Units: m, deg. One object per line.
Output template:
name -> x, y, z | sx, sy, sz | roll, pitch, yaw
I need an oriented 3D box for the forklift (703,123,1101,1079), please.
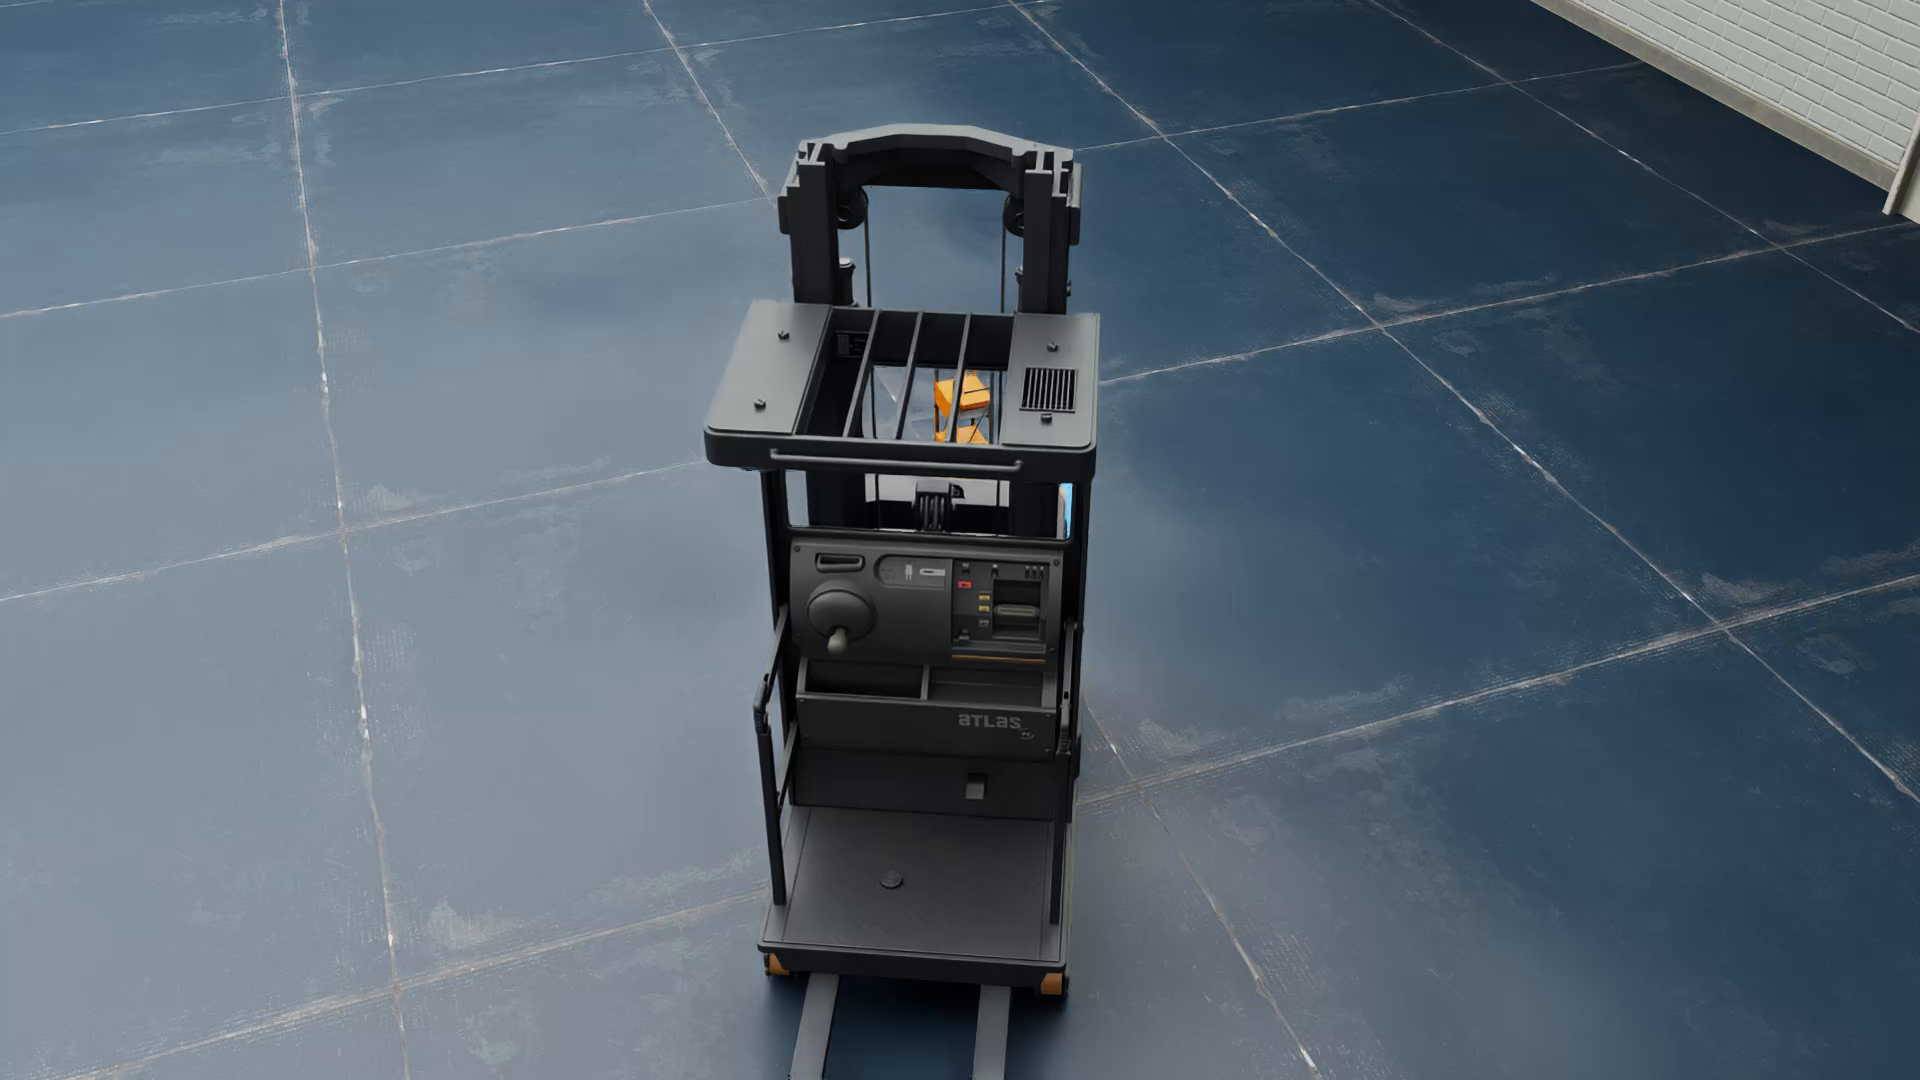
forklift -> -0.133, 0.280, 5.503 | 1.130, 2.935, 3.031 | 3, 37, 4

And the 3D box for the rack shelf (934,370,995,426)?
rack shelf -> 0.018, -0.607, 7.790 | 0.215, 0.259, 0.240 | -12, 39, -16

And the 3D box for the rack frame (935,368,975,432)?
rack frame -> -0.024, -0.458, 8.046 | 0.200, 1.050, 0.008 | -12, 39, -16

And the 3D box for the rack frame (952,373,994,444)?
rack frame -> 0.060, -0.320, 7.863 | 0.200, 1.050, 0.008 | -12, 39, -16

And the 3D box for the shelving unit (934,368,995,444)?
shelving unit -> 0.018, -0.389, 7.954 | 0.215, 1.050, 0.252 | -12, 39, -16

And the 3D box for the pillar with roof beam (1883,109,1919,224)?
pillar with roof beam -> 2.417, -4.852, 7.272 | 9.100, 9.000, 0.400 | -12, 39, -16

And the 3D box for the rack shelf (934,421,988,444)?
rack shelf -> 0.018, -0.381, 7.961 | 0.215, 0.259, 0.240 | -12, 39, -16
